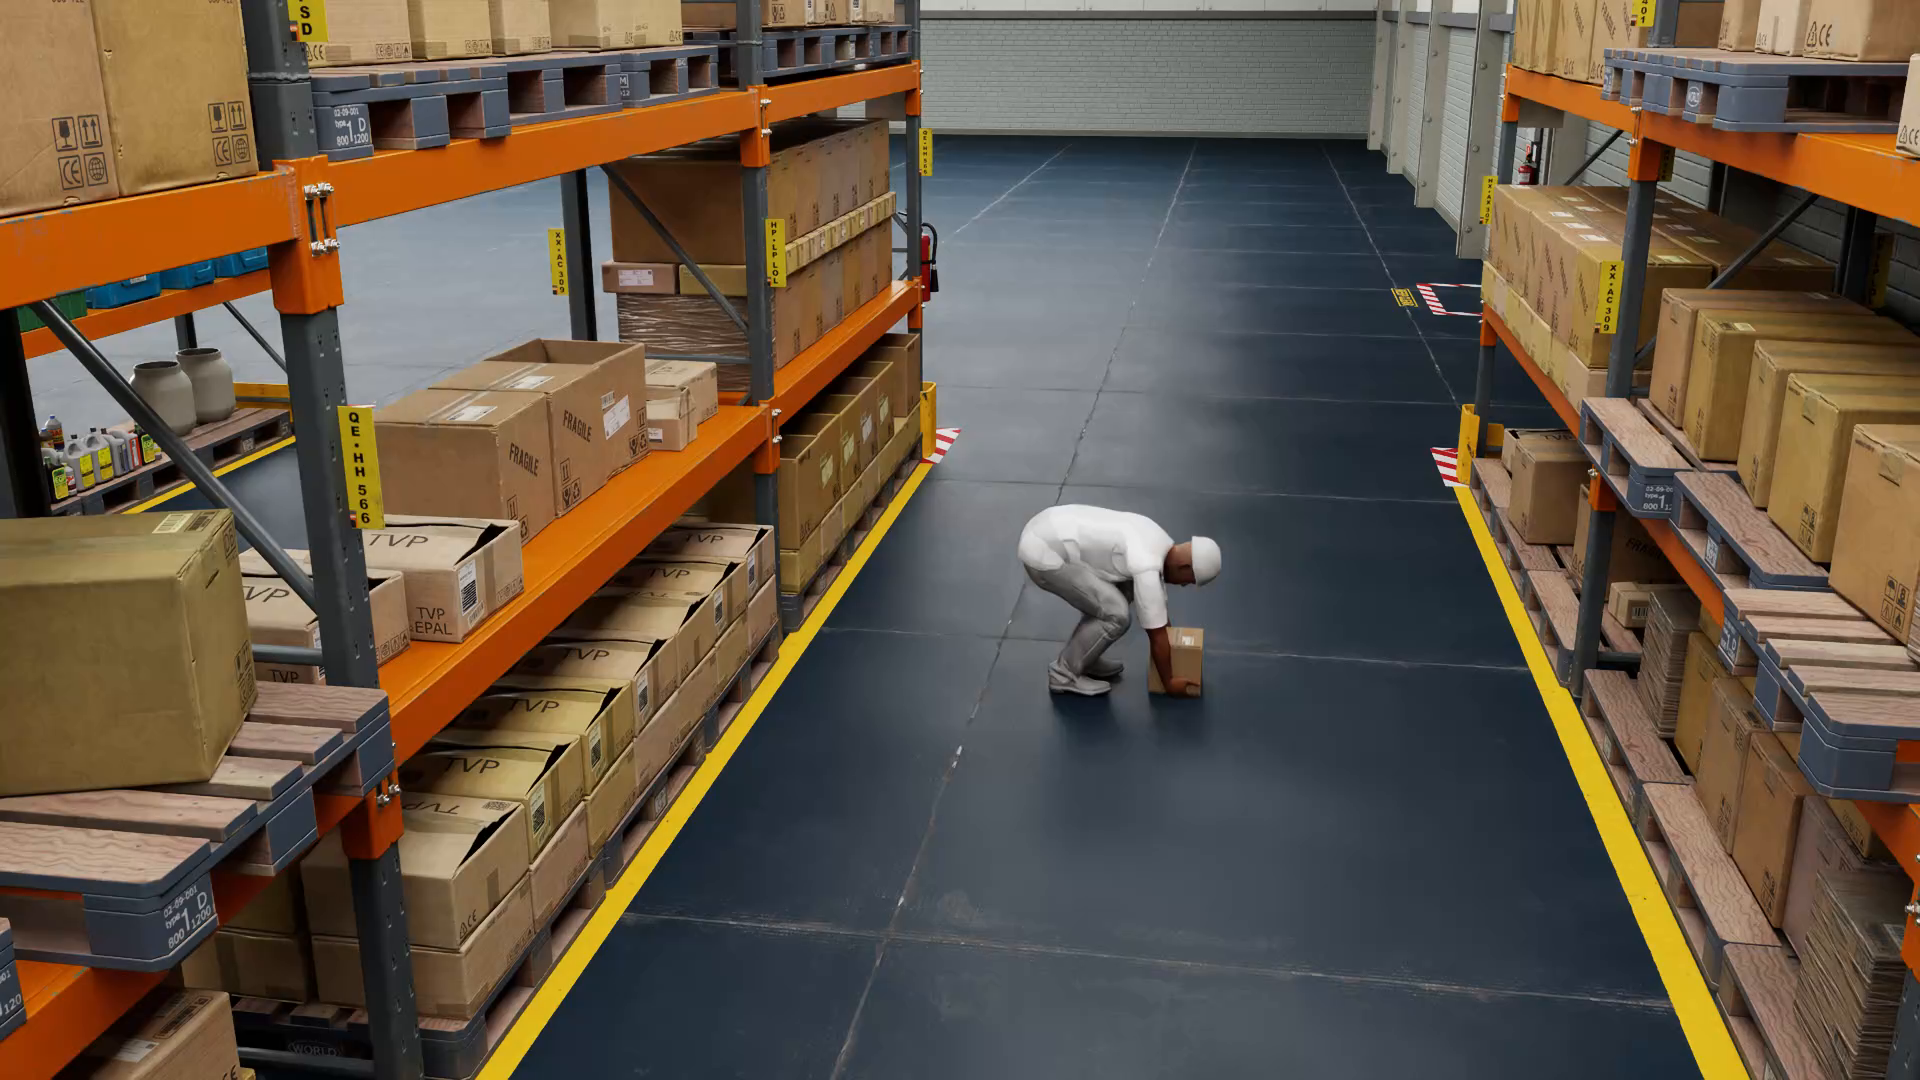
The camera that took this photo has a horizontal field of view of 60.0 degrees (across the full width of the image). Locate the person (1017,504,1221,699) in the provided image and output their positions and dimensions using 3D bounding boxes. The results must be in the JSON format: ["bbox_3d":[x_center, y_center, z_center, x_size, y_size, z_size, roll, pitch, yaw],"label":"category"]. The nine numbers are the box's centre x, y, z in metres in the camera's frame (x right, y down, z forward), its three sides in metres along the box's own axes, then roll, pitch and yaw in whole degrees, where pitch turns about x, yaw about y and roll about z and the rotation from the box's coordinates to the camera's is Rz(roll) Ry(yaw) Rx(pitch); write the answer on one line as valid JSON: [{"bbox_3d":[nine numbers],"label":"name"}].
[{"bbox_3d":[0.767,0.280,8.076,0.977,0.907,0.515,2,18,6],"label":"person"}]
